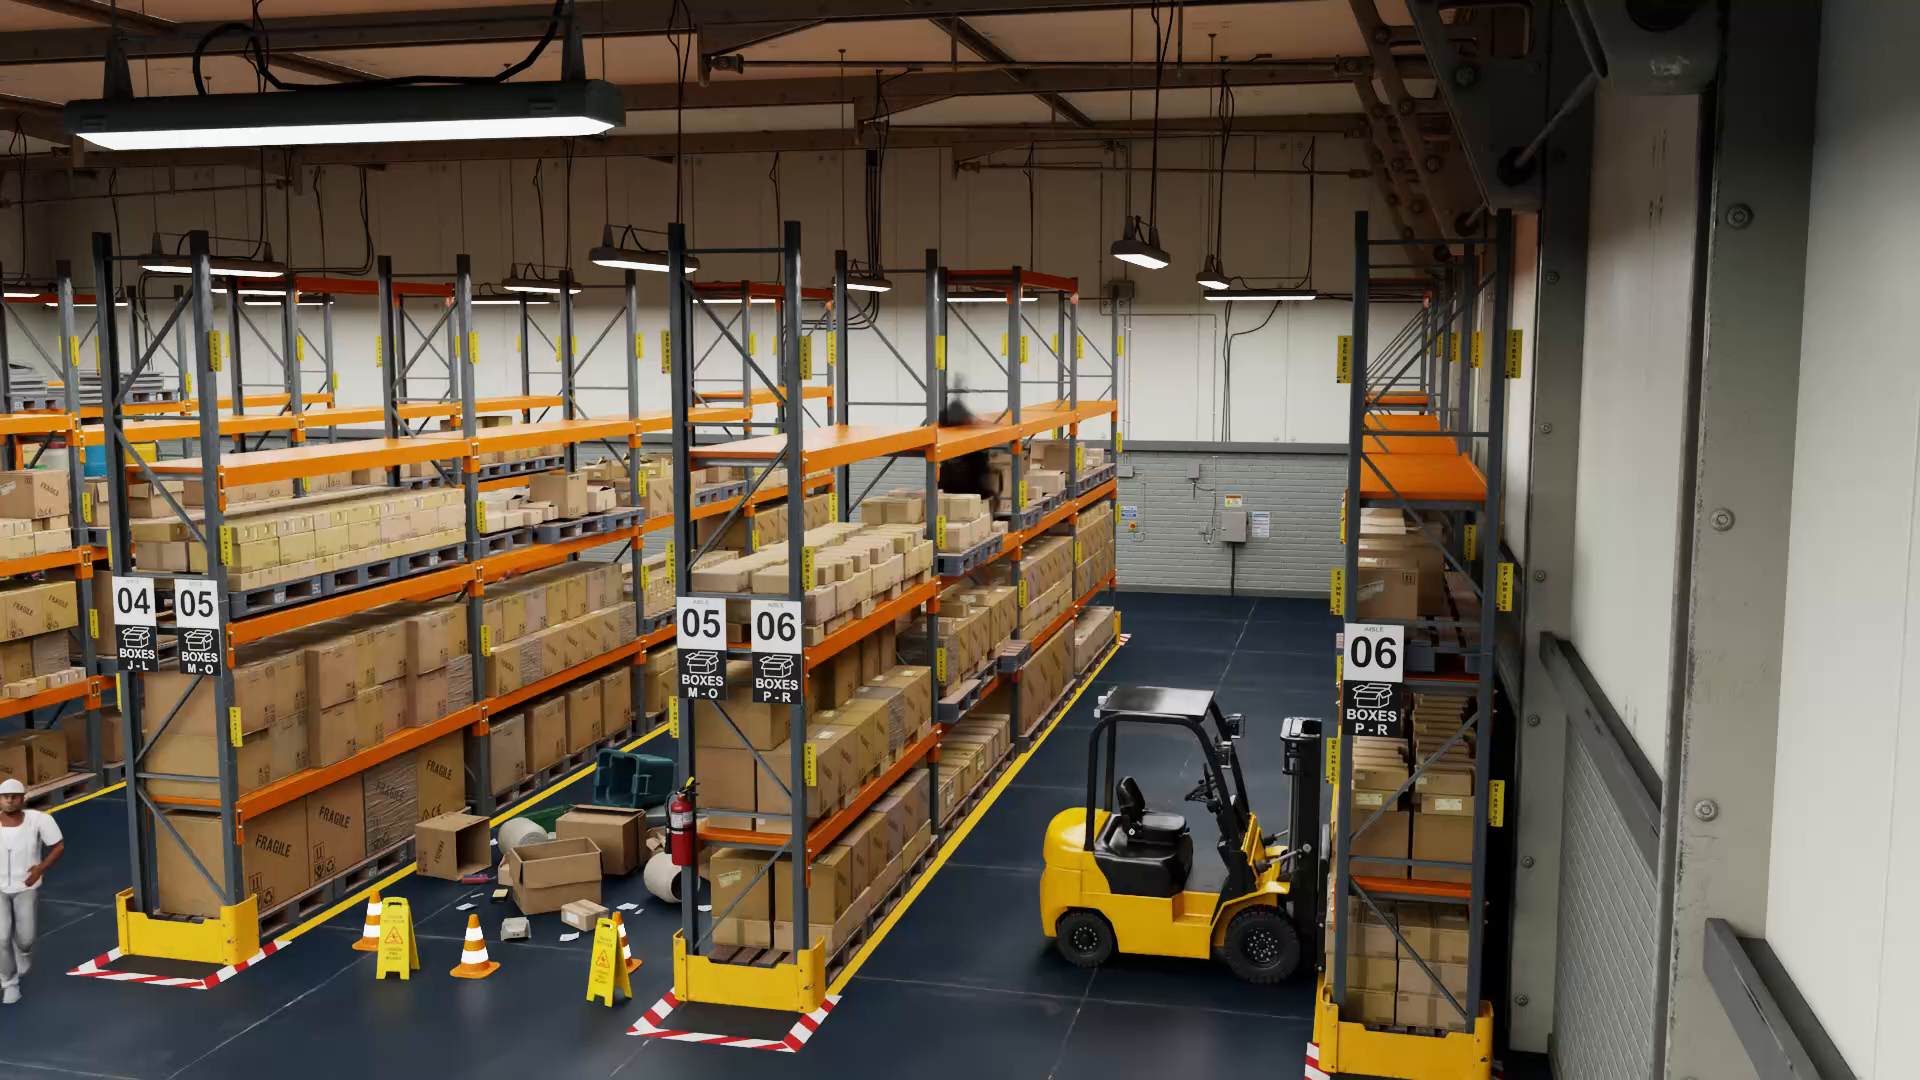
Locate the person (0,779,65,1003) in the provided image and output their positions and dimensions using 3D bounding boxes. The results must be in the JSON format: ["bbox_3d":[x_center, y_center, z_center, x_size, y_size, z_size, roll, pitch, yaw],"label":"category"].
[{"bbox_3d":[-7.487,2.736,13.184,0.718,1.741,0.655,-3,8,-26],"label":"person"}]

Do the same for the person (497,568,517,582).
[{"bbox_3d":[-6.884,1.204,25.316,0.637,1.796,0.655,1,7,9],"label":"person"}]

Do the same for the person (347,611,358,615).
[{"bbox_3d":[-7.725,1.751,21.333,0.556,1.710,0.711,1,7,11],"label":"person"}]
